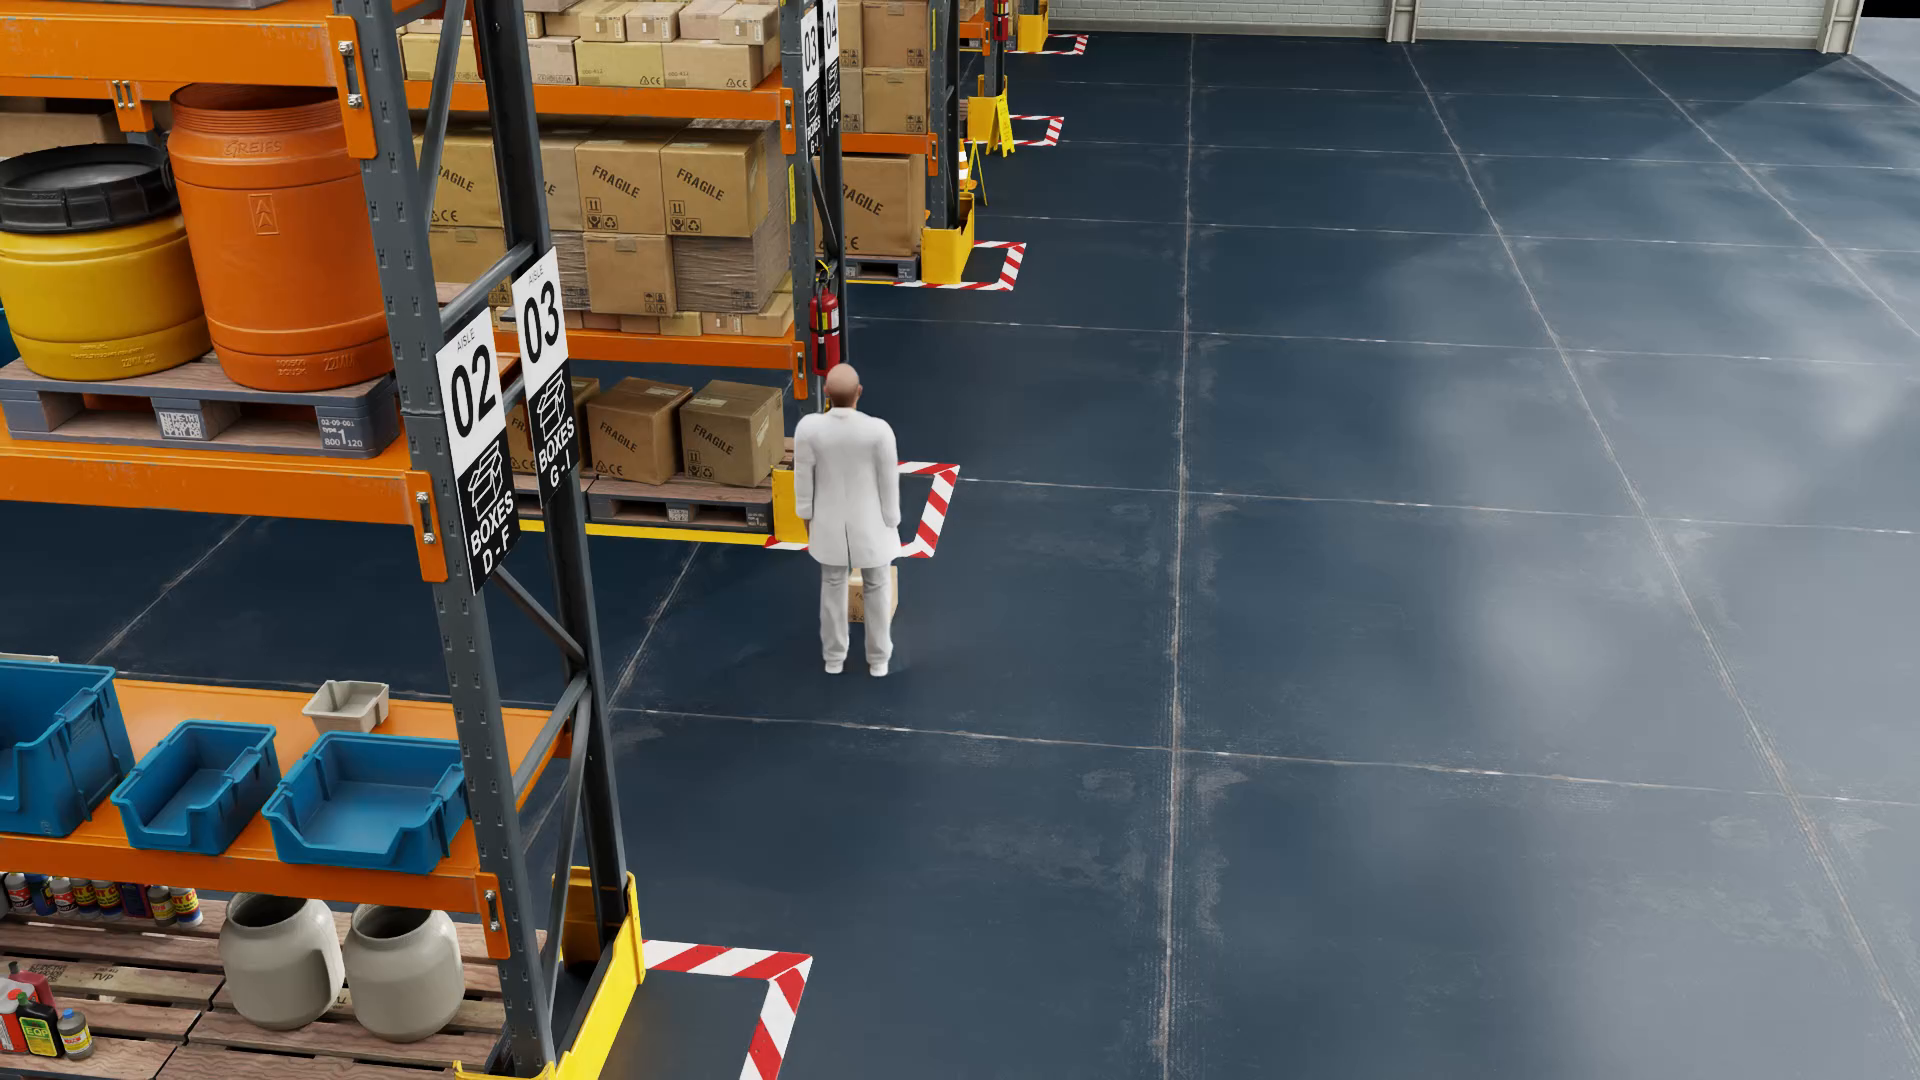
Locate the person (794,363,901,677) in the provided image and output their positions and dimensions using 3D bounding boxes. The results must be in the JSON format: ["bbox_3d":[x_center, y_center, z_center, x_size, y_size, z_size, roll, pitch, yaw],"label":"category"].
[{"bbox_3d":[-0.593,-0.119,8.864,0.564,1.778,0.381,4,28,8],"label":"person"}]
